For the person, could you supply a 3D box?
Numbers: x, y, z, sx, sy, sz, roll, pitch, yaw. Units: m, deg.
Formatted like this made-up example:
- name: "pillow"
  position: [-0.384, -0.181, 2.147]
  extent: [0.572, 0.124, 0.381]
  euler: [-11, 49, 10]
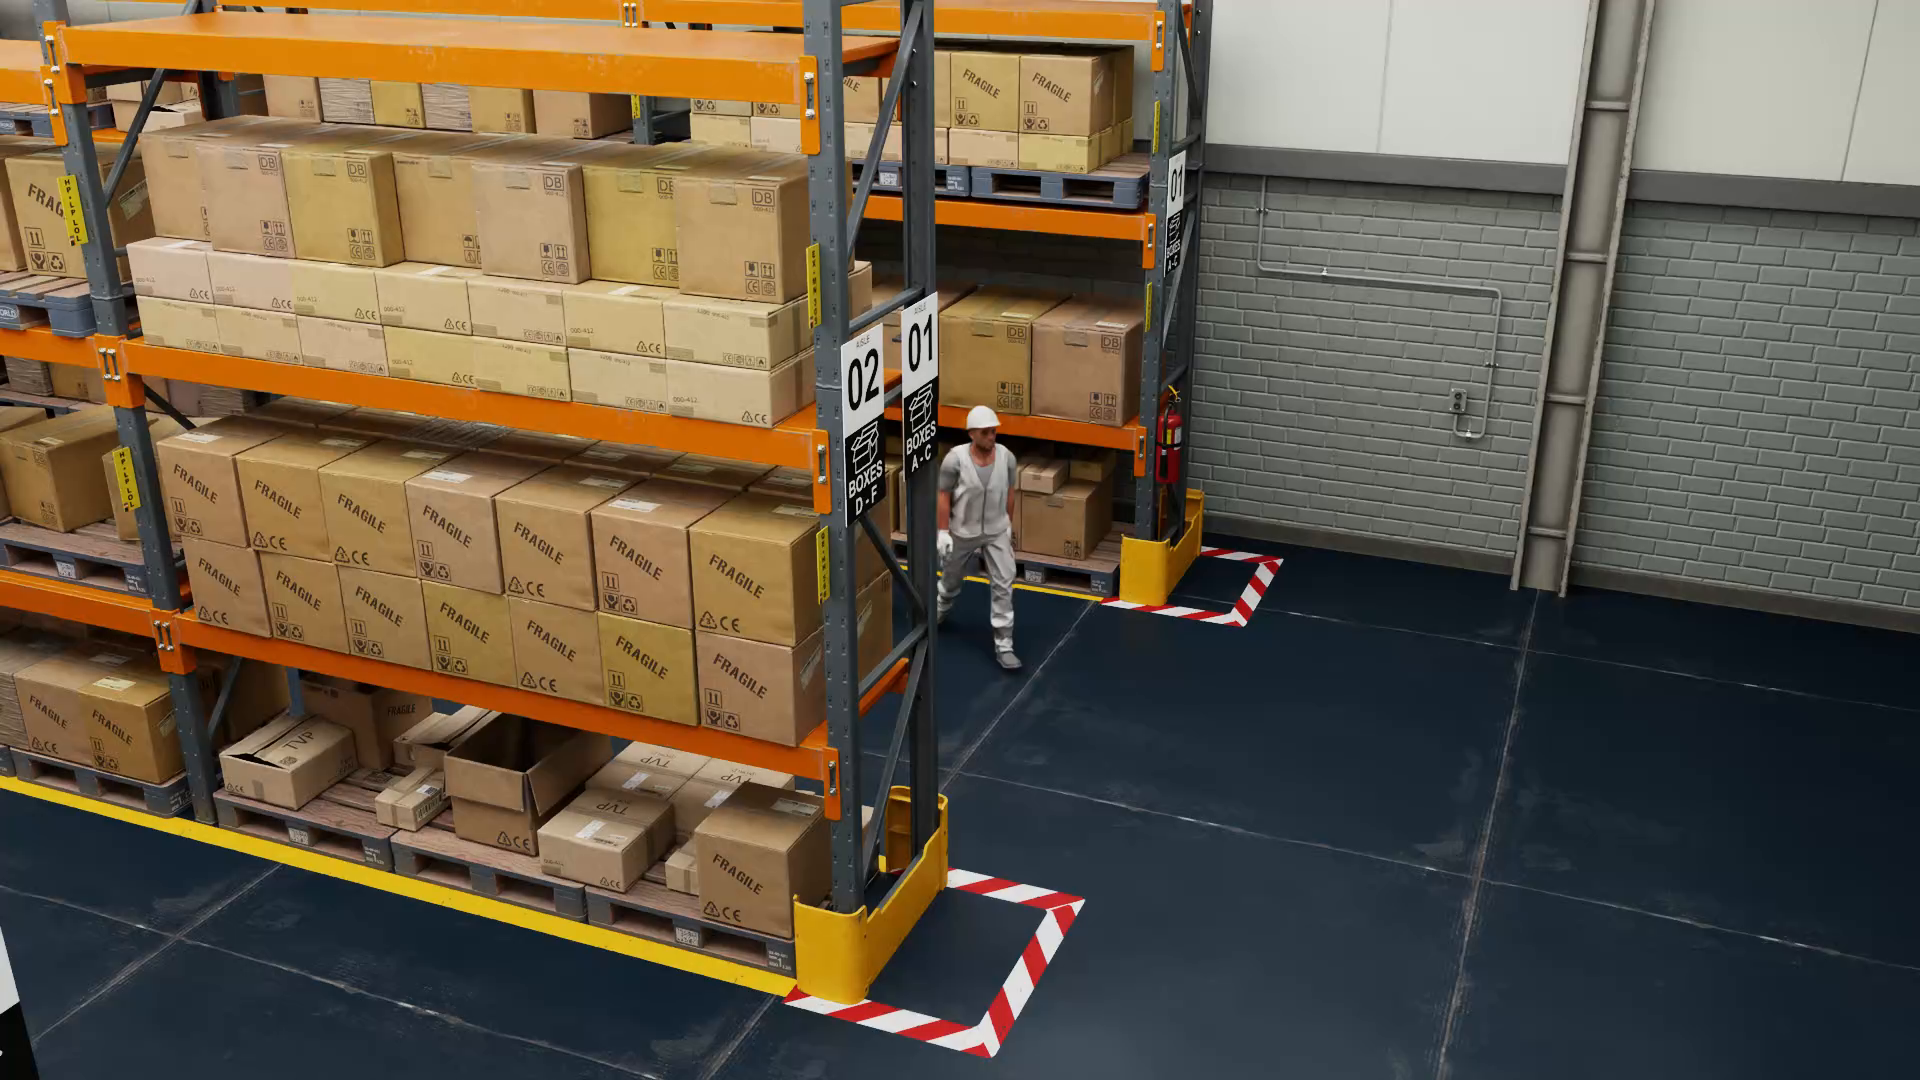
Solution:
- name: "person"
  position: [0.084, -0.070, 11.085]
  extent: [0.580, 1.771, 0.962]
  euler: [-4, 23, -10]
